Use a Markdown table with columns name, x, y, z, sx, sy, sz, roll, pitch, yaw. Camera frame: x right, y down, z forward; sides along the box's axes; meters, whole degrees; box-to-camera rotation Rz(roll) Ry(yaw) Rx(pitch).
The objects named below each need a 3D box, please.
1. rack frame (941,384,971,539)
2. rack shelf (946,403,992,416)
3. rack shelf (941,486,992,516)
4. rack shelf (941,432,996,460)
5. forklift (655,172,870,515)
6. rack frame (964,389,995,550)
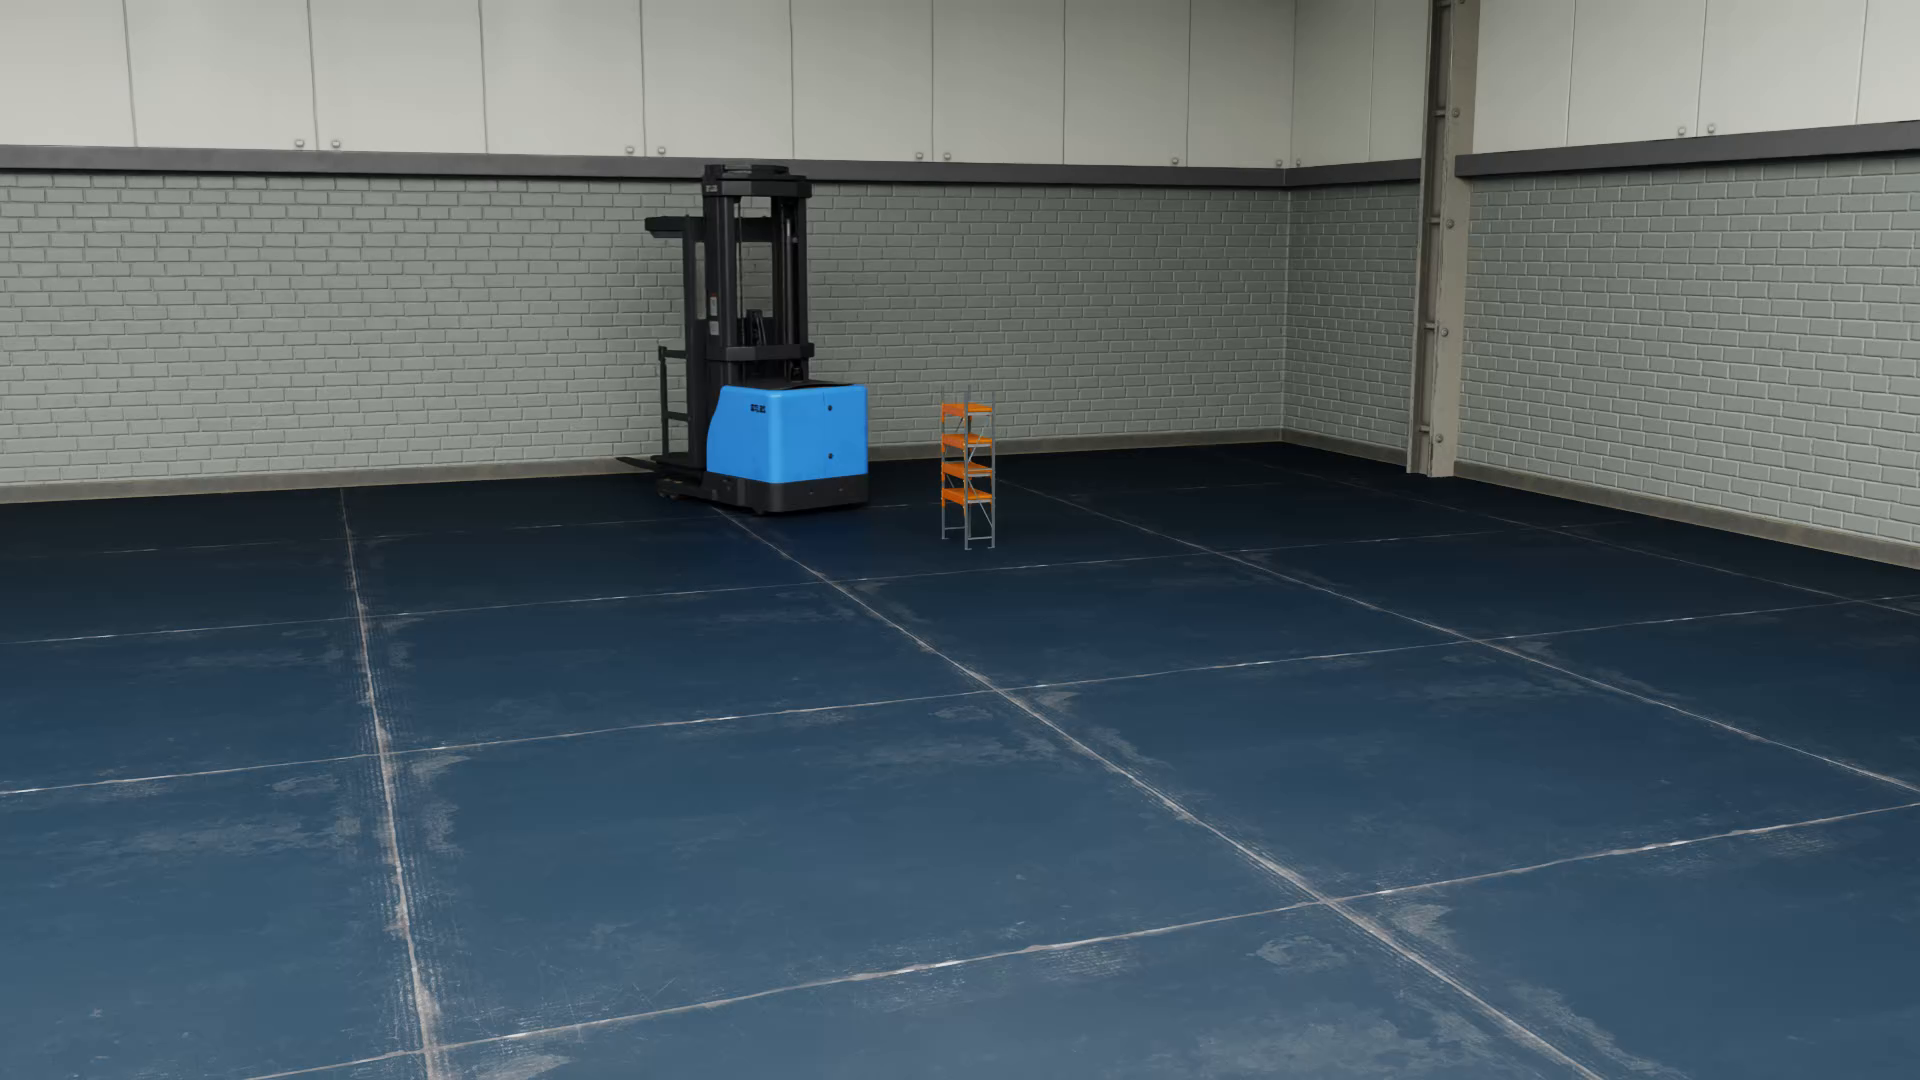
| name | x | y | z | sx | sy | sz | roll | pitch | yaw |
| --- | --- | --- | --- | --- | --- | --- | --- | --- | --- |
| rack frame | -0.028 | -0.604 | 12.887 | 0.240 | 1.200 | 0.015 | -4 | 11 | -21 |
| rack shelf | 0.060 | -0.989 | 12.588 | 0.221 | 0.050 | 0.457 | -4 | 11 | -21 |
| rack shelf | 0.060 | -0.302 | 12.710 | 0.258 | 0.148 | 0.480 | -4 | 11 | -21 |
| rack shelf | 0.060 | -0.718 | 12.636 | 0.258 | 0.148 | 0.480 | -4 | 11 | -21 |
| forklift | -1.762 | -1.753 | 14.586 | 1.129 | 2.867 | 1.939 | -8 | 13 | -40 |
| rack frame | 0.148 | -0.524 | 12.439 | 0.240 | 1.200 | 0.015 | -4 | 11 | -21 |
